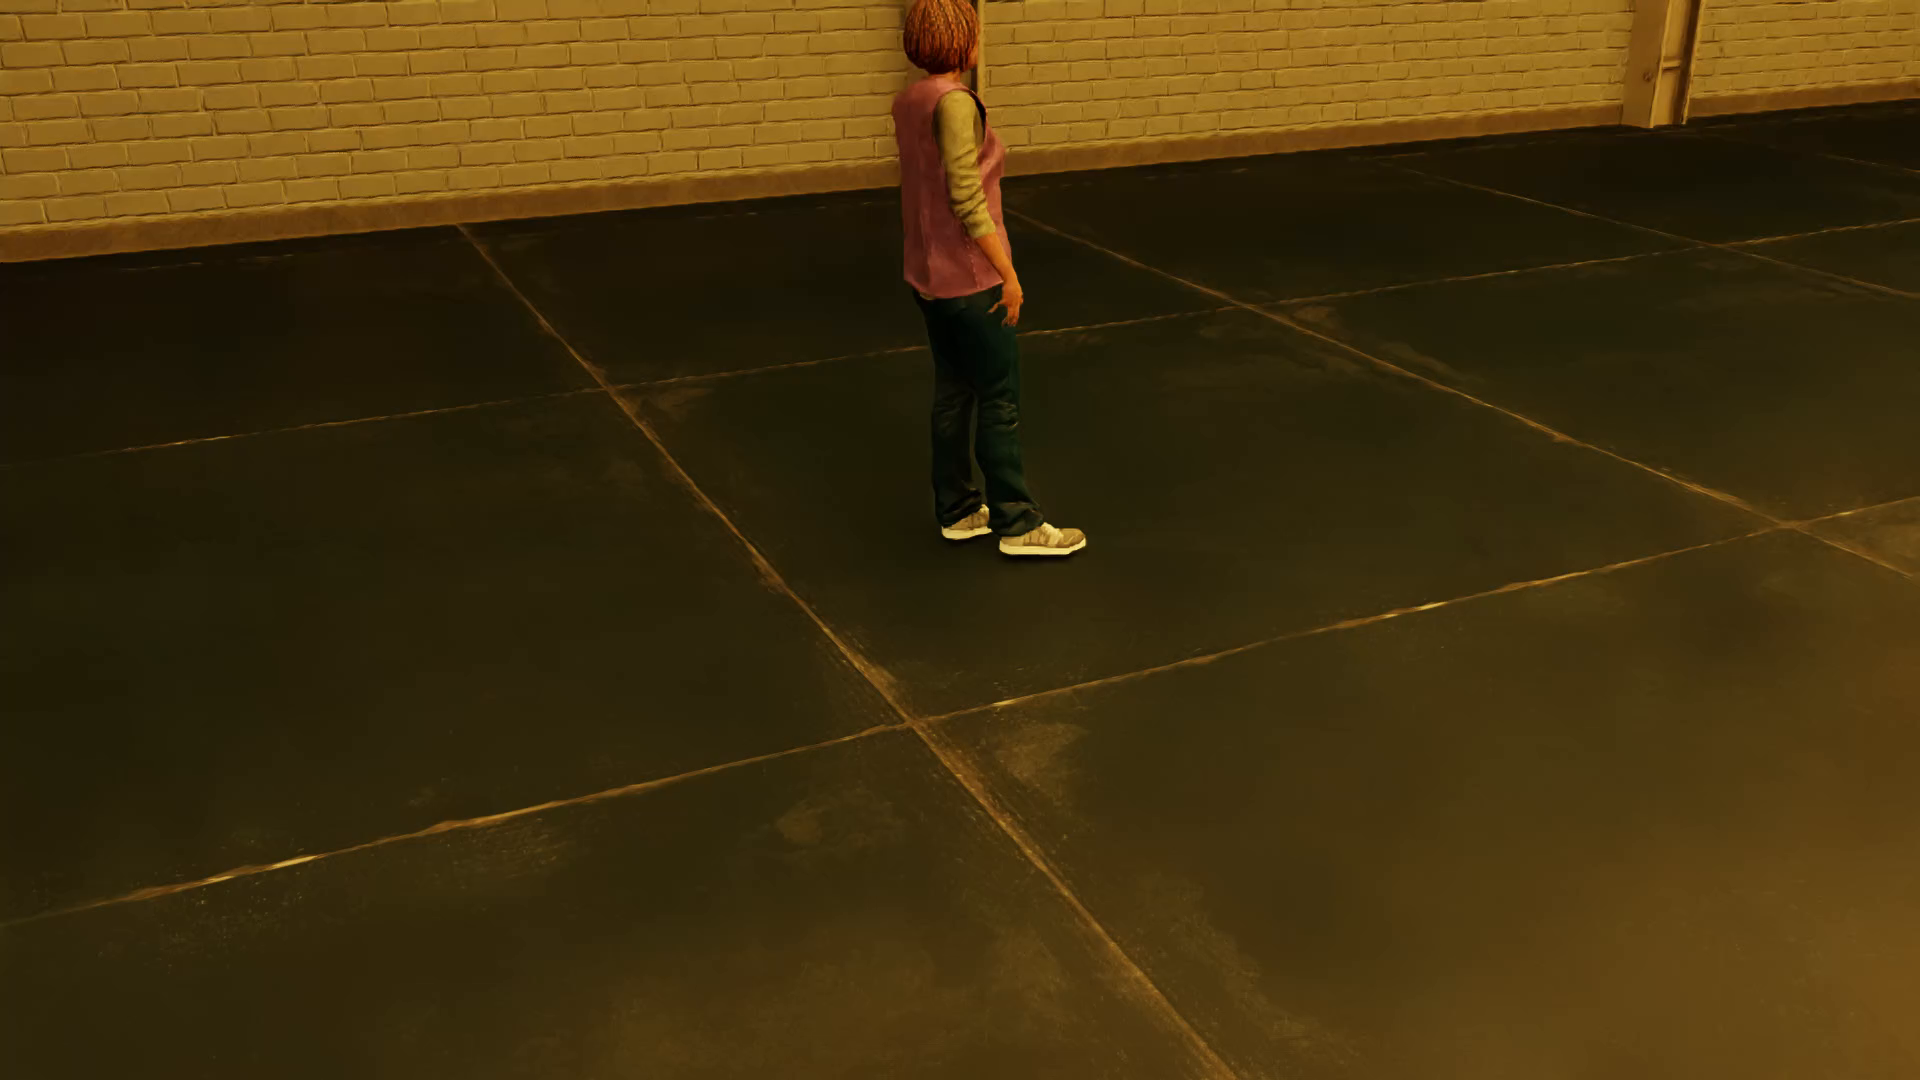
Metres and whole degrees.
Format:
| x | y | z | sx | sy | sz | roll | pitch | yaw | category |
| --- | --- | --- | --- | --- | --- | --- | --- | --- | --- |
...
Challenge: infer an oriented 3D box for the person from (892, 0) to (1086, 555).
| x | y | z | sx | sy | sz | roll | pitch | yaw | category |
| --- | --- | --- | --- | --- | --- | --- | --- | --- | --- |
| 0.073 | -0.751 | 4.815 | 0.474 | 1.597 | 0.520 | -10 | 25 | -23 | person |
